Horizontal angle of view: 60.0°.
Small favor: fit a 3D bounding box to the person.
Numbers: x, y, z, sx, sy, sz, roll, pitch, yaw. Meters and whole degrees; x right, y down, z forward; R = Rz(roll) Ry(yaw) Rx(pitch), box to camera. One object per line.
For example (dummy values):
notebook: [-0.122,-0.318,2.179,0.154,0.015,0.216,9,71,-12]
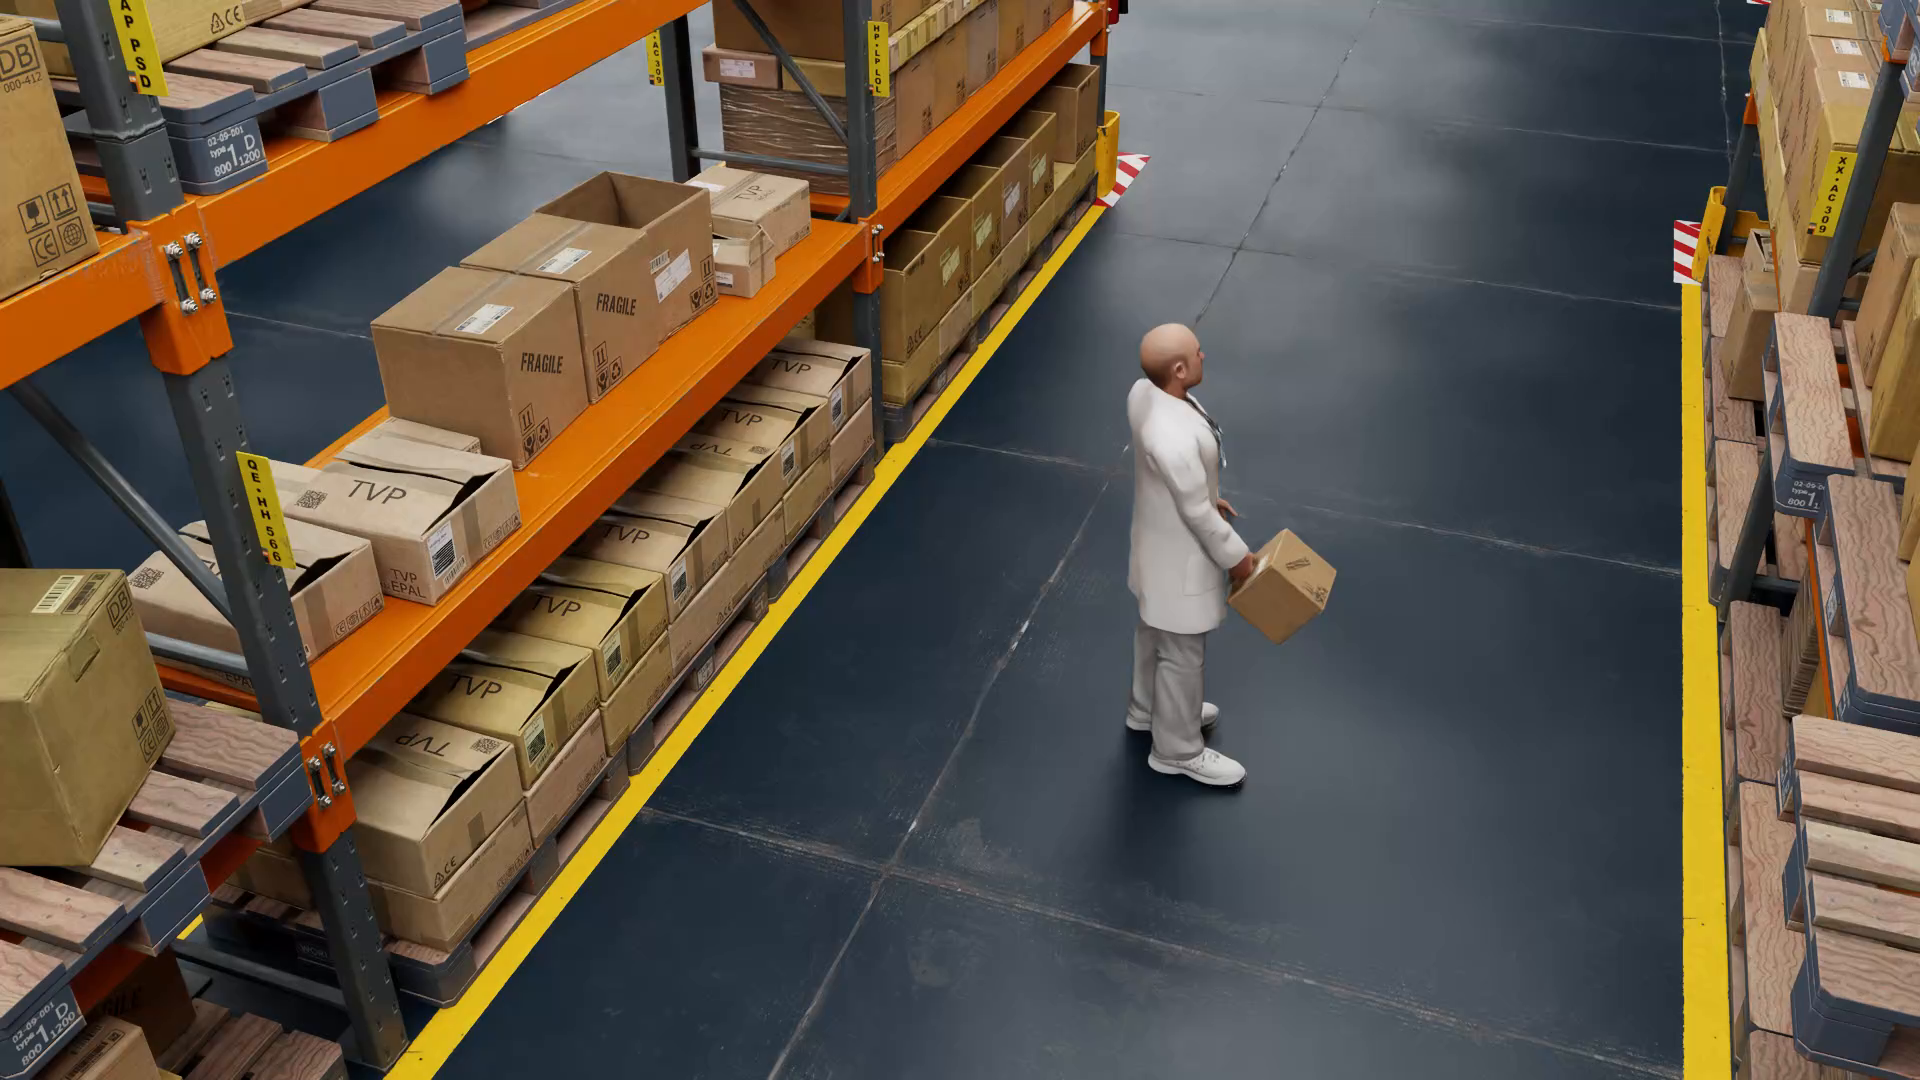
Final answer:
person: [0.836,0.039,6.070,0.466,1.786,0.606,-4,33,-6]
